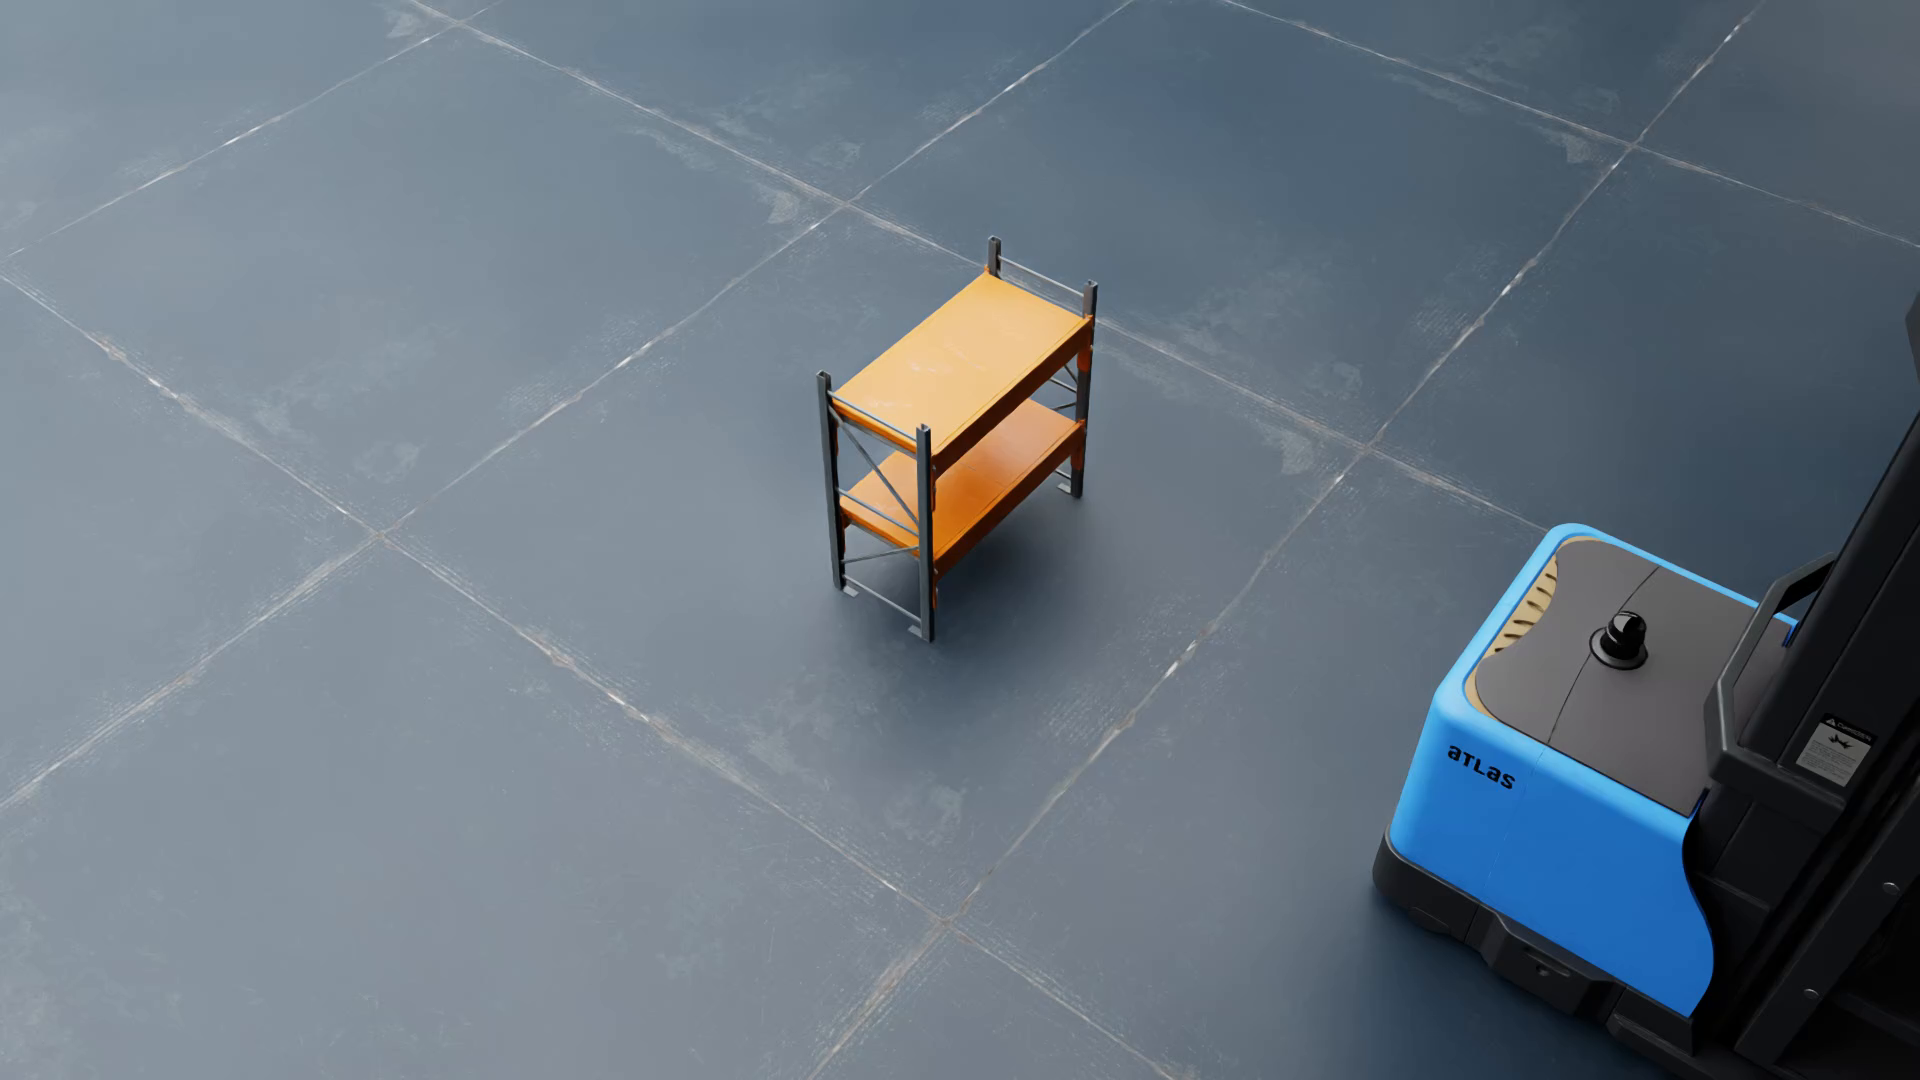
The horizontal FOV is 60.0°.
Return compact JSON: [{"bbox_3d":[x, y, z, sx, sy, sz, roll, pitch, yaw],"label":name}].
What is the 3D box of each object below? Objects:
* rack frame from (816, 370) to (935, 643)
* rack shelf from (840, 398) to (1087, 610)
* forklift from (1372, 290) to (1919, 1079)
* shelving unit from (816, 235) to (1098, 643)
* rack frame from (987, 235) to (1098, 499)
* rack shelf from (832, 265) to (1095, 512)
[{"bbox_3d":[-0.307,-0.102,6.234,0.500,1.125,0.032,29,53,25],"label":"rack frame"},{"bbox_3d":[0.004,-0.224,6.688,0.538,0.278,1.000,29,53,25],"label":"rack shelf"},{"bbox_3d":[2.898,0.569,4.344,3.031,2.935,1.130,29,53,25],"label":"forklift"},{"bbox_3d":[0.004,-0.392,6.512,0.538,1.125,1.048,29,53,25],"label":"shelving unit"},{"bbox_3d":[0.315,-0.683,6.790,0.500,1.125,0.032,29,53,25],"label":"rack frame"},{"bbox_3d":[0.004,-0.595,6.300,0.538,0.278,1.000,29,53,25],"label":"rack shelf"}]
